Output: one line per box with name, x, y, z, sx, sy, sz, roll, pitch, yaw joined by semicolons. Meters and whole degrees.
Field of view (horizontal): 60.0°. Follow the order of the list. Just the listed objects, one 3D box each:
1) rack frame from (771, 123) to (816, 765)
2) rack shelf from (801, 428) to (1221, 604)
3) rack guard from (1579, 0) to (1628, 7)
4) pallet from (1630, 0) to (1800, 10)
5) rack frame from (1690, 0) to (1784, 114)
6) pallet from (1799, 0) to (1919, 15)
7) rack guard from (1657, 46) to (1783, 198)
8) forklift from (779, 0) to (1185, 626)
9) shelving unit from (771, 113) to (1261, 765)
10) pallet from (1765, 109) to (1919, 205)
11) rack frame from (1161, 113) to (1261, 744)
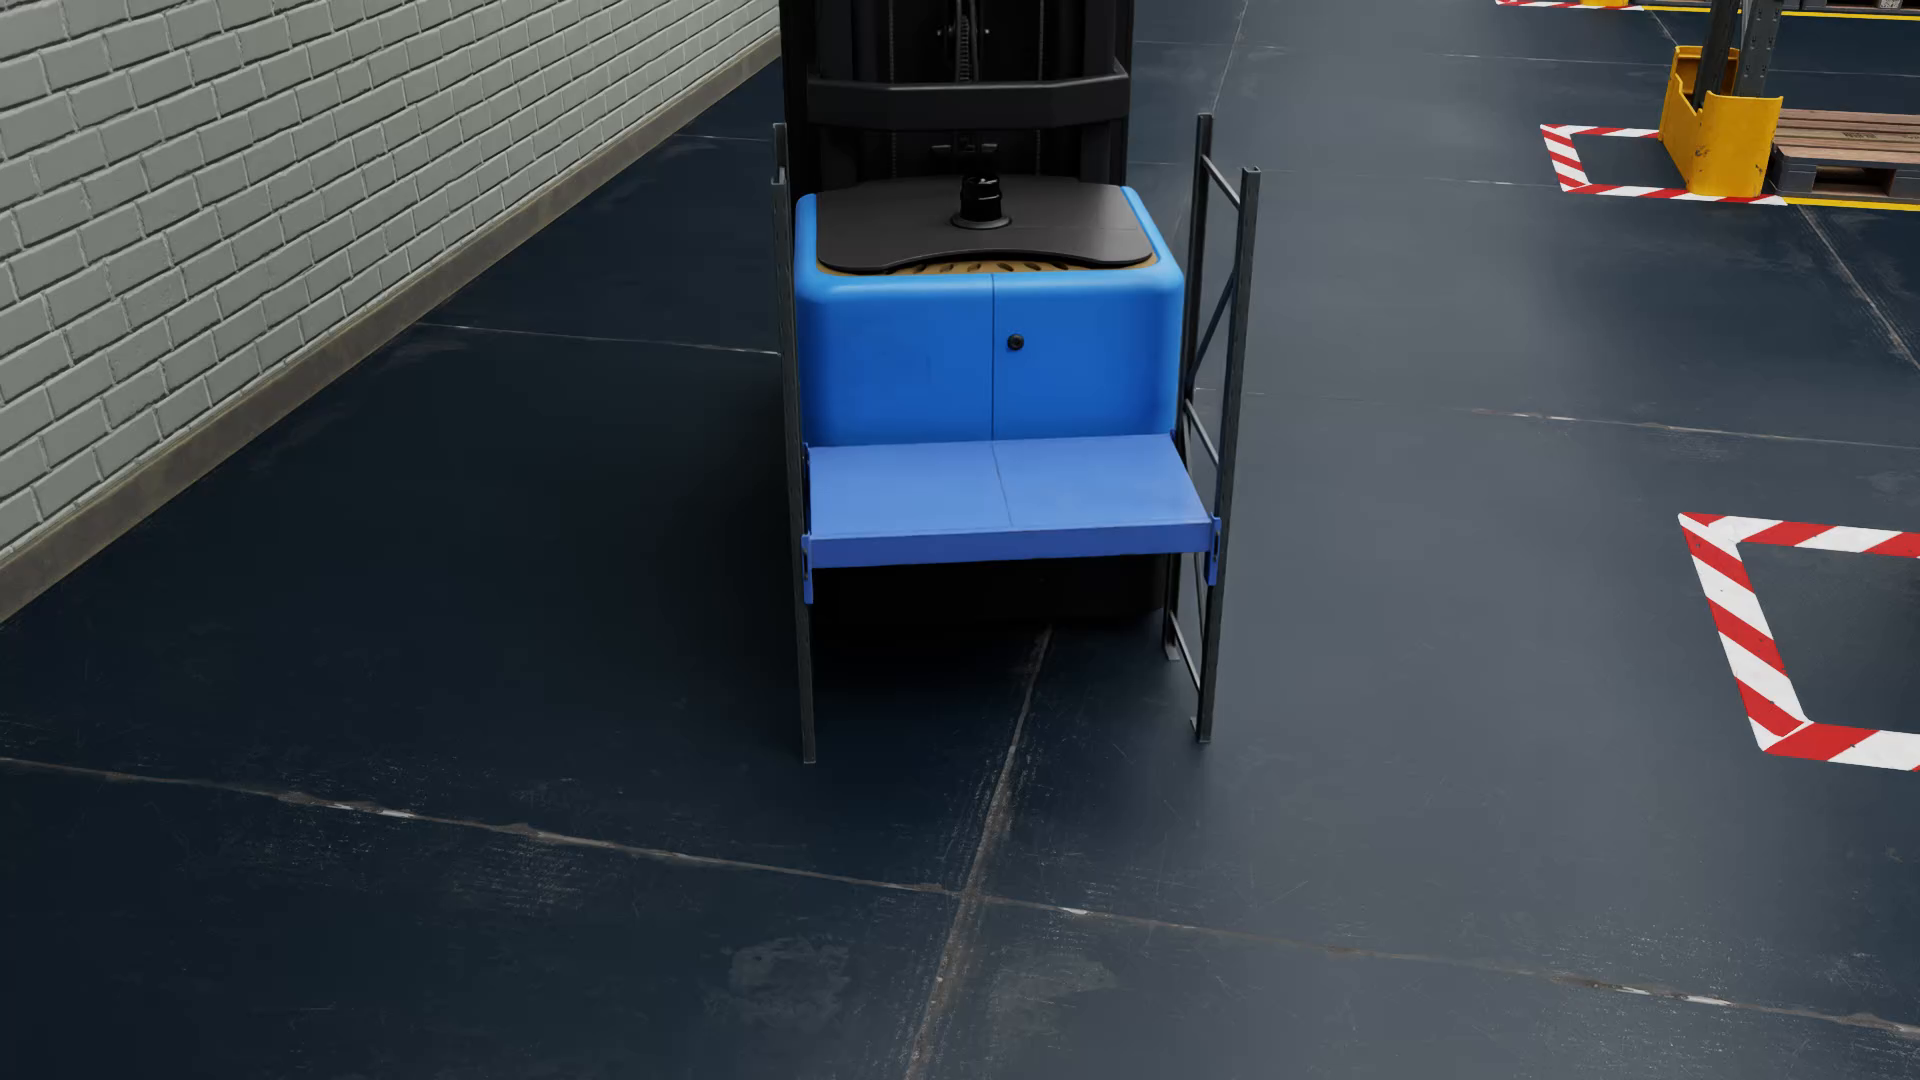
rack frame;-0.403;-0.208;4.067;0.032;1.500;0.500;-2;29;-4
rack shelf;0.103;-0.072;4.193;1.000;0.185;0.538;-2;29;-4
rack guard;5.040;-4.563;13.064;0.348;0.500;1.175;6;29;11
pallet;5.862;-4.391;13.050;1.213;0.211;1.003;6;29;11
rack frame;4.029;-3.331;8.211;0.127;3.000;1.000;6;29;11
pallet;7.051;-4.267;12.825;1.213;0.211;1.003;6;29;11
rack guard;4.003;-2.231;8.805;0.348;0.500;1.175;6;29;11
forklift;-0.030;-1.721;5.341;1.130;2.935;3.031;-2;29;-4
shelving unit;0.103;-0.229;4.107;1.048;1.500;0.538;-2;29;-4
pallet;4.828;-2.007;8.696;1.213;0.211;1.003;6;29;11
rack frame;0.609;-0.251;4.147;0.032;1.500;0.500;-2;29;-4
